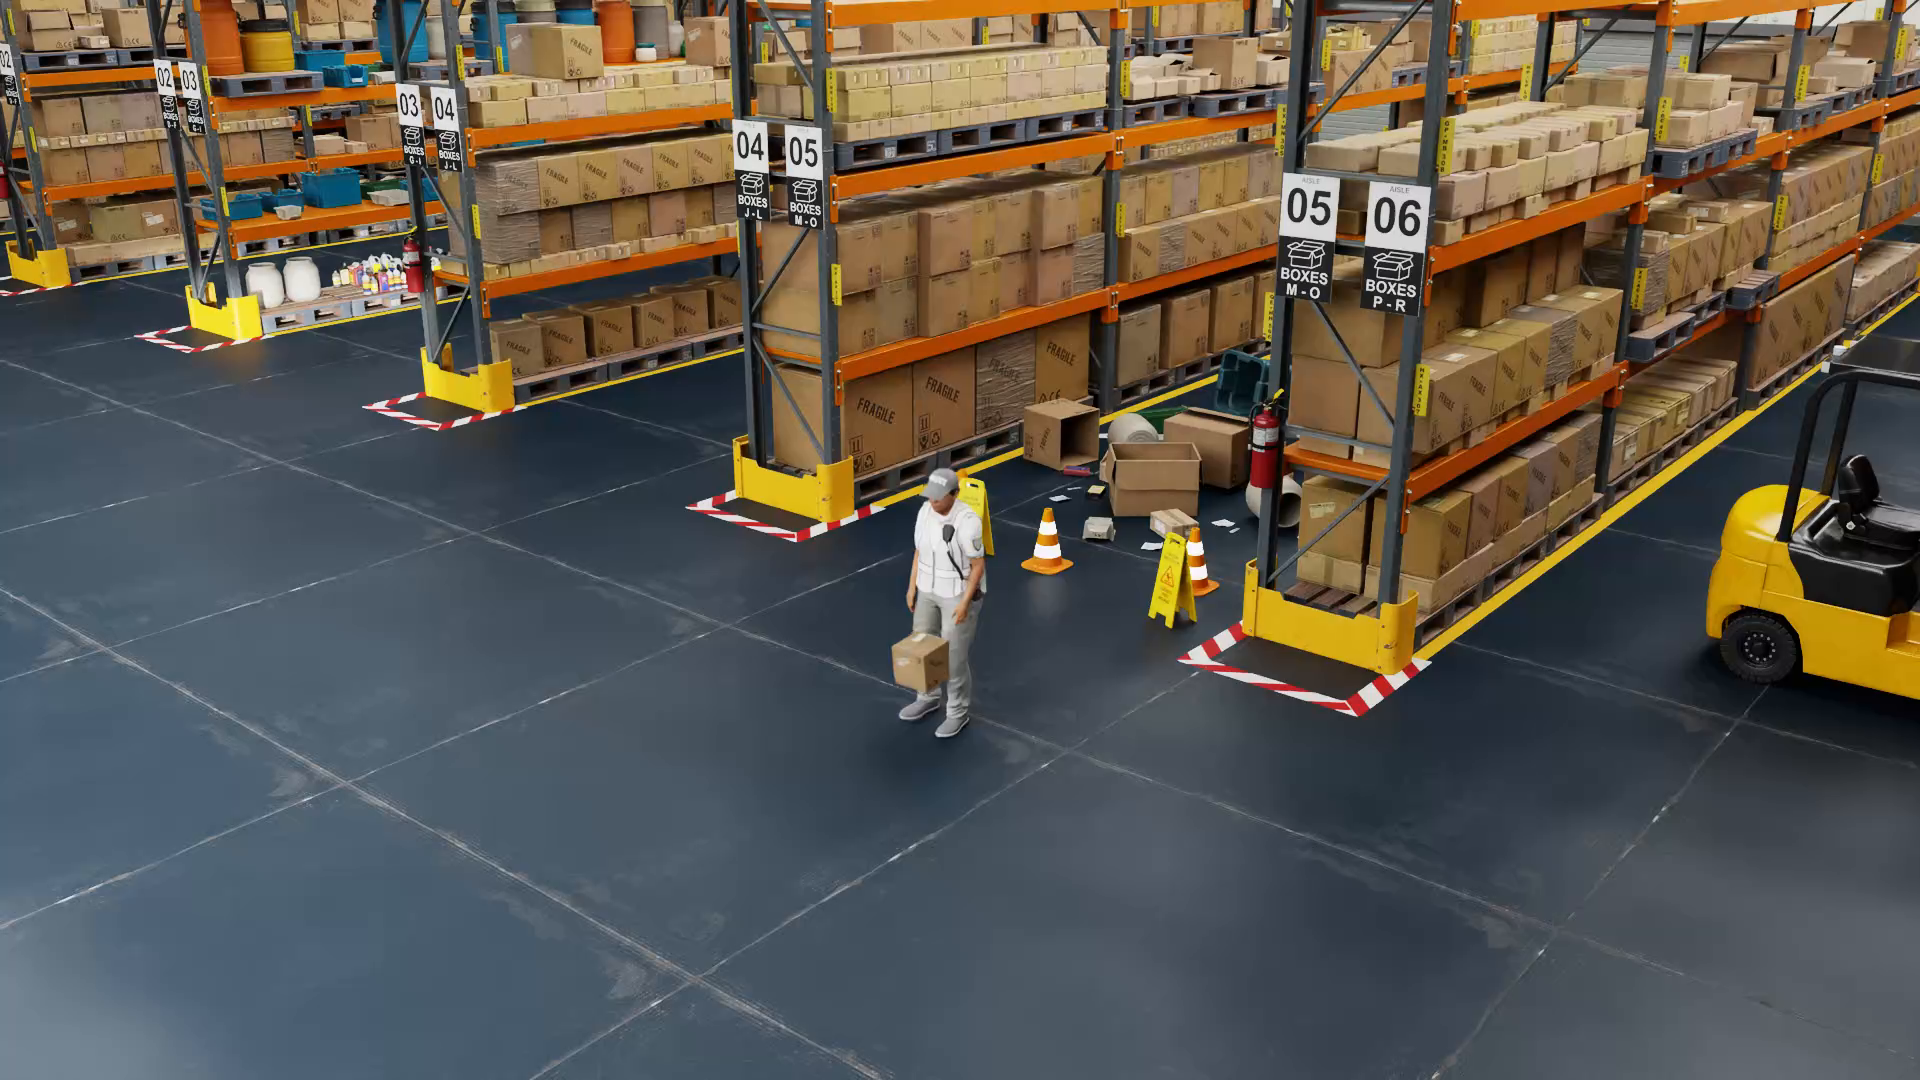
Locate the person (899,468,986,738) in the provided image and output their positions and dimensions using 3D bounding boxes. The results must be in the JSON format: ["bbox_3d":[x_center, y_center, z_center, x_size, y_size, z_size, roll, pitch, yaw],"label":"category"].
[{"bbox_3d":[-0.095,0.345,10.130,0.526,1.670,0.452,15,25,35],"label":"person"}]
